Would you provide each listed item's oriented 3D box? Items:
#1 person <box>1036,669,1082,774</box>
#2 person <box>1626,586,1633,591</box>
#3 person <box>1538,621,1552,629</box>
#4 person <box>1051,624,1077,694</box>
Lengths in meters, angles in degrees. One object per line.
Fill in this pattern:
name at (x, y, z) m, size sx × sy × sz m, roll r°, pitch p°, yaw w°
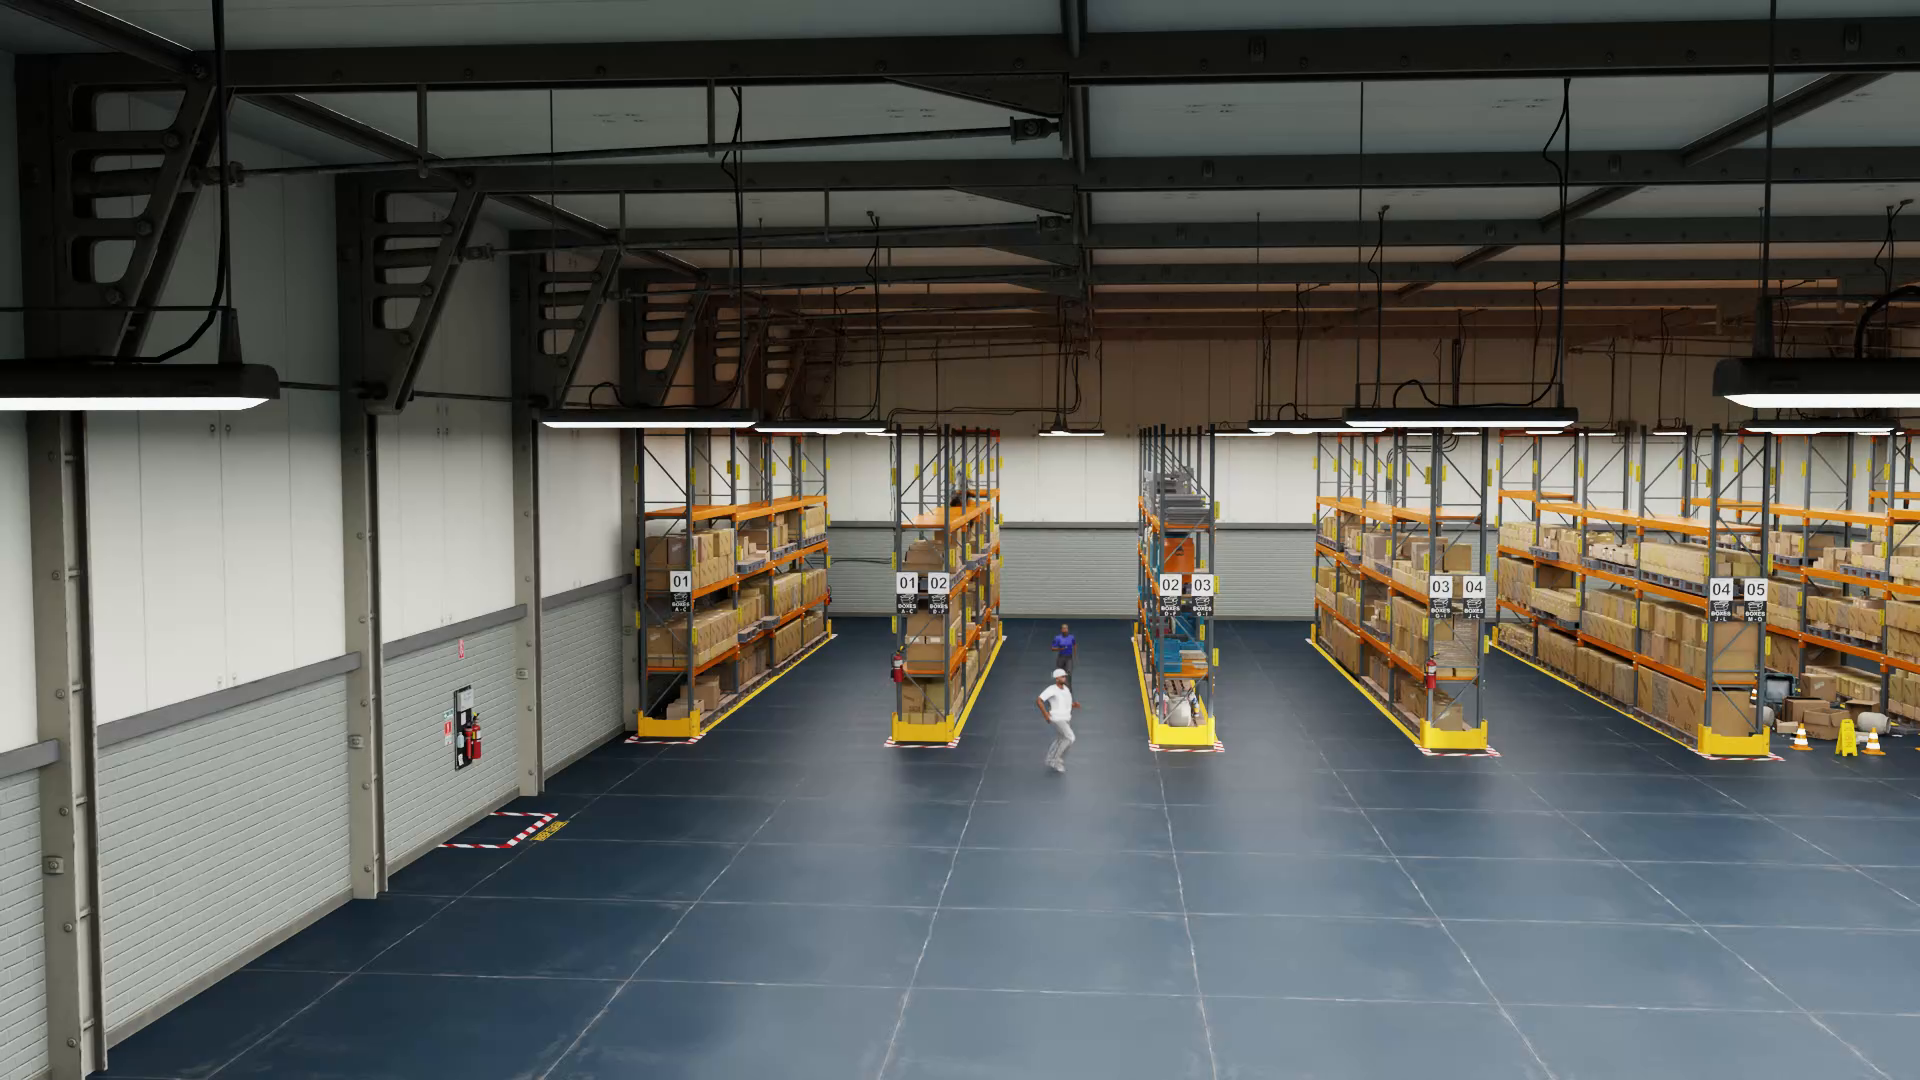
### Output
person at (1.748, 3.105, 28.567) m, size 0.710 × 1.782 × 0.678 m, roll 2°, pitch 4°, yaw 31°
person at (19.088, 2.054, 47.252) m, size 0.754 × 1.602 × 0.552 m, roll 1°, pitch 4°, yaw 11°
person at (16.492, 2.036, 47.282) m, size 0.886 × 1.626 × 0.727 m, roll -3°, pitch 5°, yaw -43°
person at (2.278, 2.663, 36.332) m, size 0.604 × 1.646 × 0.900 m, roll 0°, pitch 3°, yaw -7°
